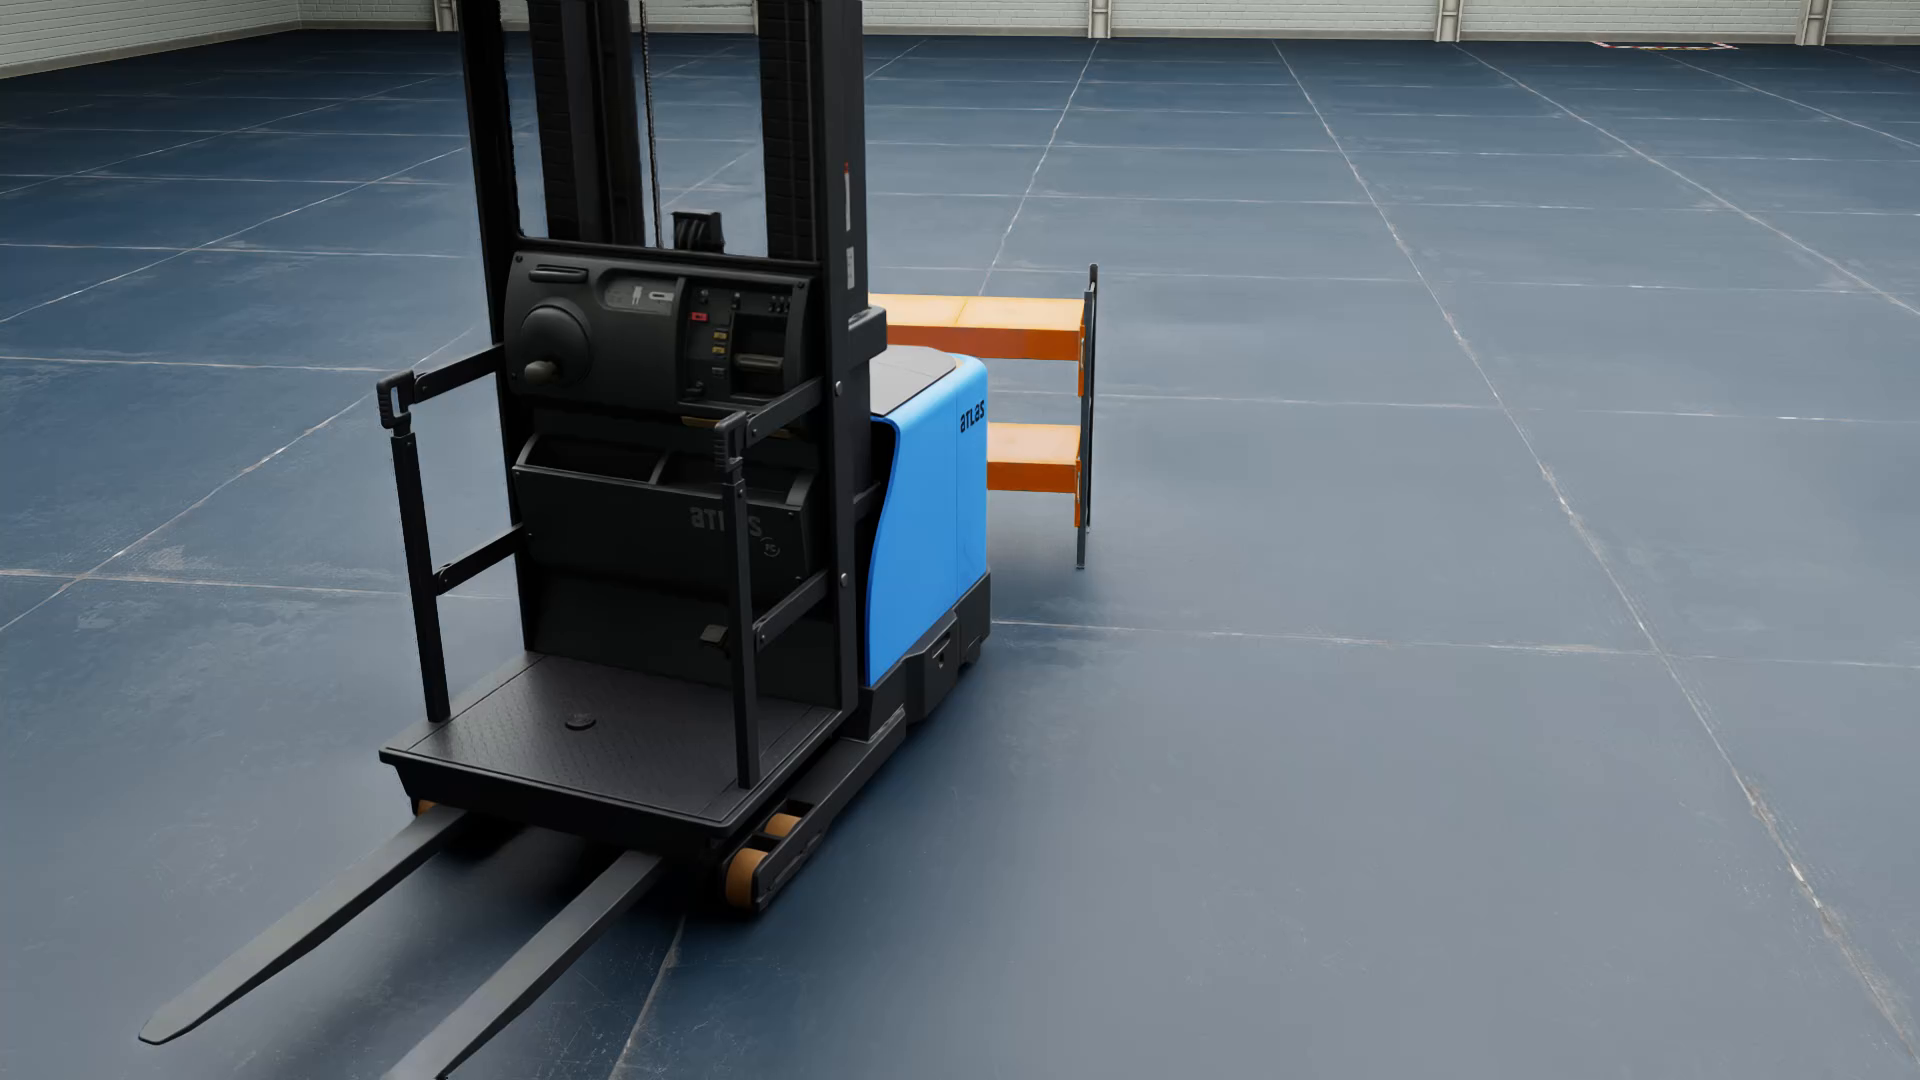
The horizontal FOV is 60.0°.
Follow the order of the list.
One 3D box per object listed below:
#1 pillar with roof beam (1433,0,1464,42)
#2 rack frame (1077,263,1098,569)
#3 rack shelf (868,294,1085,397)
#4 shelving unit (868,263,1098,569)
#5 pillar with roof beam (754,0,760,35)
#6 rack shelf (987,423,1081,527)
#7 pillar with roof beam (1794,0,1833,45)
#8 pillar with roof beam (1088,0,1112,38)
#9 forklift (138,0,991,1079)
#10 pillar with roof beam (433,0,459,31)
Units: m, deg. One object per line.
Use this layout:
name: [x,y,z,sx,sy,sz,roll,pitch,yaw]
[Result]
pillar with roof beam: [7.926,-11.271,23.209,0.400,9.000,9.100,2,22,6]
rack frame: [0.512,-0.501,6.677,0.032,1.125,0.500,2,22,6]
rack shelf: [0.007,-0.795,6.625,1.000,0.278,0.538,2,22,6]
shelving unit: [0.007,-0.523,6.732,1.048,1.125,0.538,2,22,6]
pillar with roof beam: [-3.991,-11.790,24.522,0.400,9.000,9.100,2,22,6]
rack shelf: [0.007,-0.295,6.822,1.000,0.278,0.538,2,22,6]
pillar with roof beam: [13.884,-11.011,22.552,0.400,9.000,9.100,2,22,6]
pillar with roof beam: [1.967,-11.530,23.865,0.400,9.000,9.100,2,22,6]
forklift: [-0.911,-0.548,4.339,1.130,2.935,3.031,8,23,20]
pillar with roof beam: [-9.949,-12.050,25.178,0.400,9.000,9.100,2,22,6]
